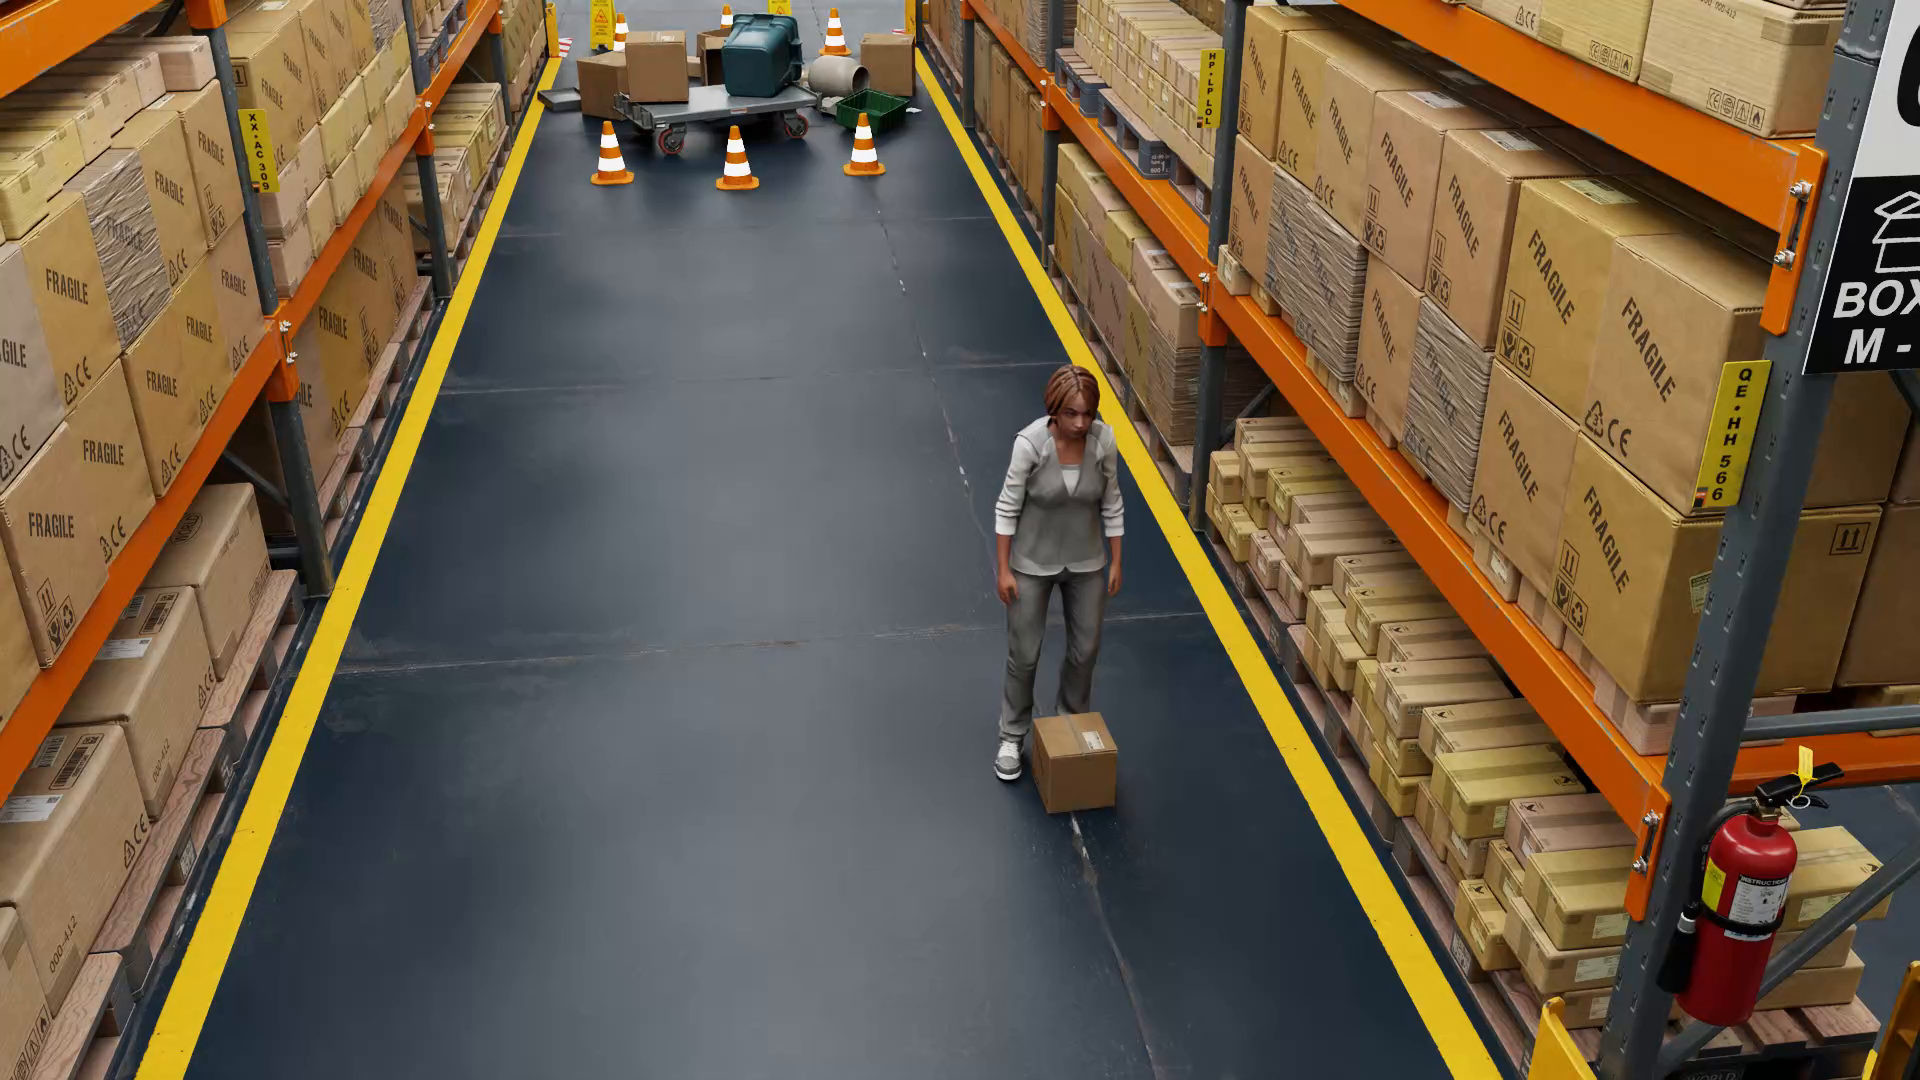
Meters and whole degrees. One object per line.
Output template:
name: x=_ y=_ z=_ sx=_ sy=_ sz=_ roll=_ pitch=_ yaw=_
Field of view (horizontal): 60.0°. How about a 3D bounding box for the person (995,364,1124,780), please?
person: x=0.351 y=0.108 z=5.925 sx=0.476 sy=1.592 sz=0.349 roll=-5 pitch=28 yaw=-9
